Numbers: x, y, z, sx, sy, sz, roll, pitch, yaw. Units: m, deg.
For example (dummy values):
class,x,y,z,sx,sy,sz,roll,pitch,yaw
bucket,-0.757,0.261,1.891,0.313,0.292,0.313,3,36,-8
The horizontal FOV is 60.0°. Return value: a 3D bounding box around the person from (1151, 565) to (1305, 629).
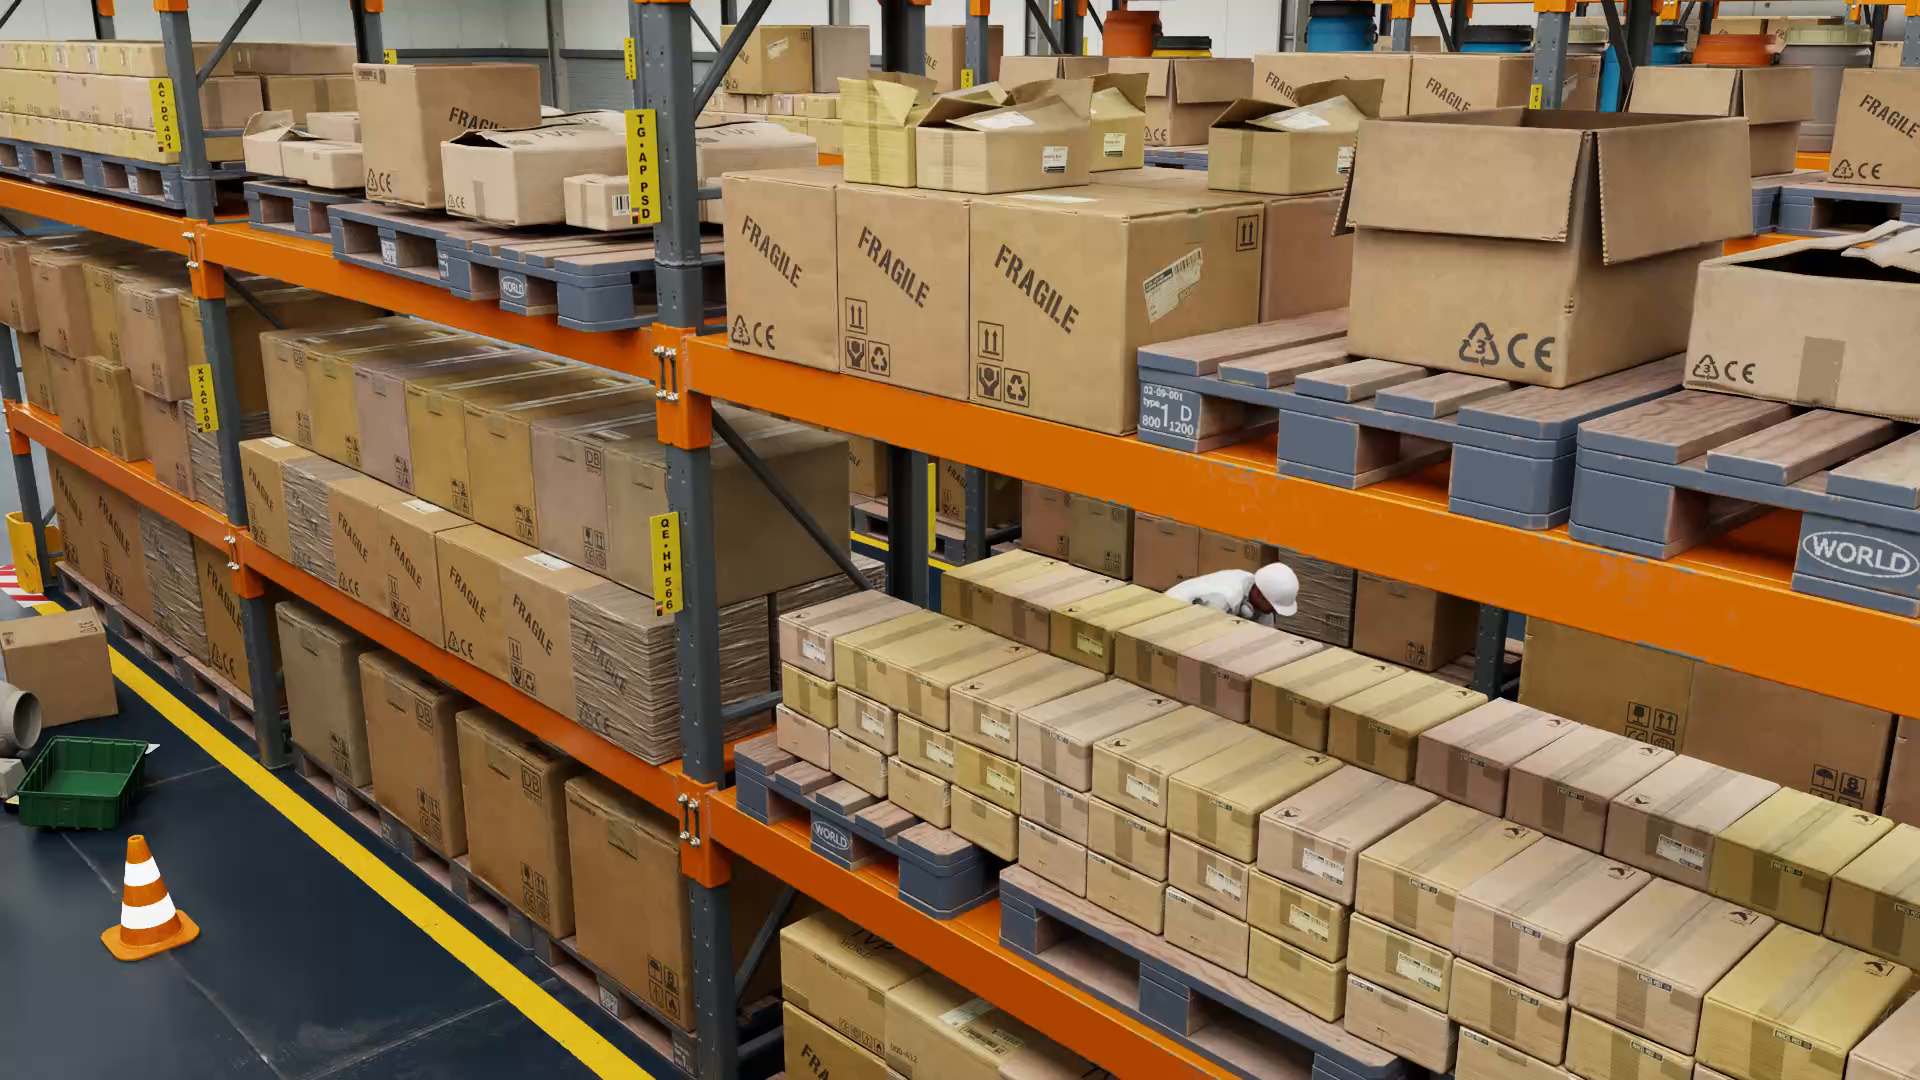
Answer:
class,x,y,z,sx,sy,sz,roll,pitch,yaw
person,1.417,0.555,9.030,0.509,0.999,0.940,-16,24,-42
